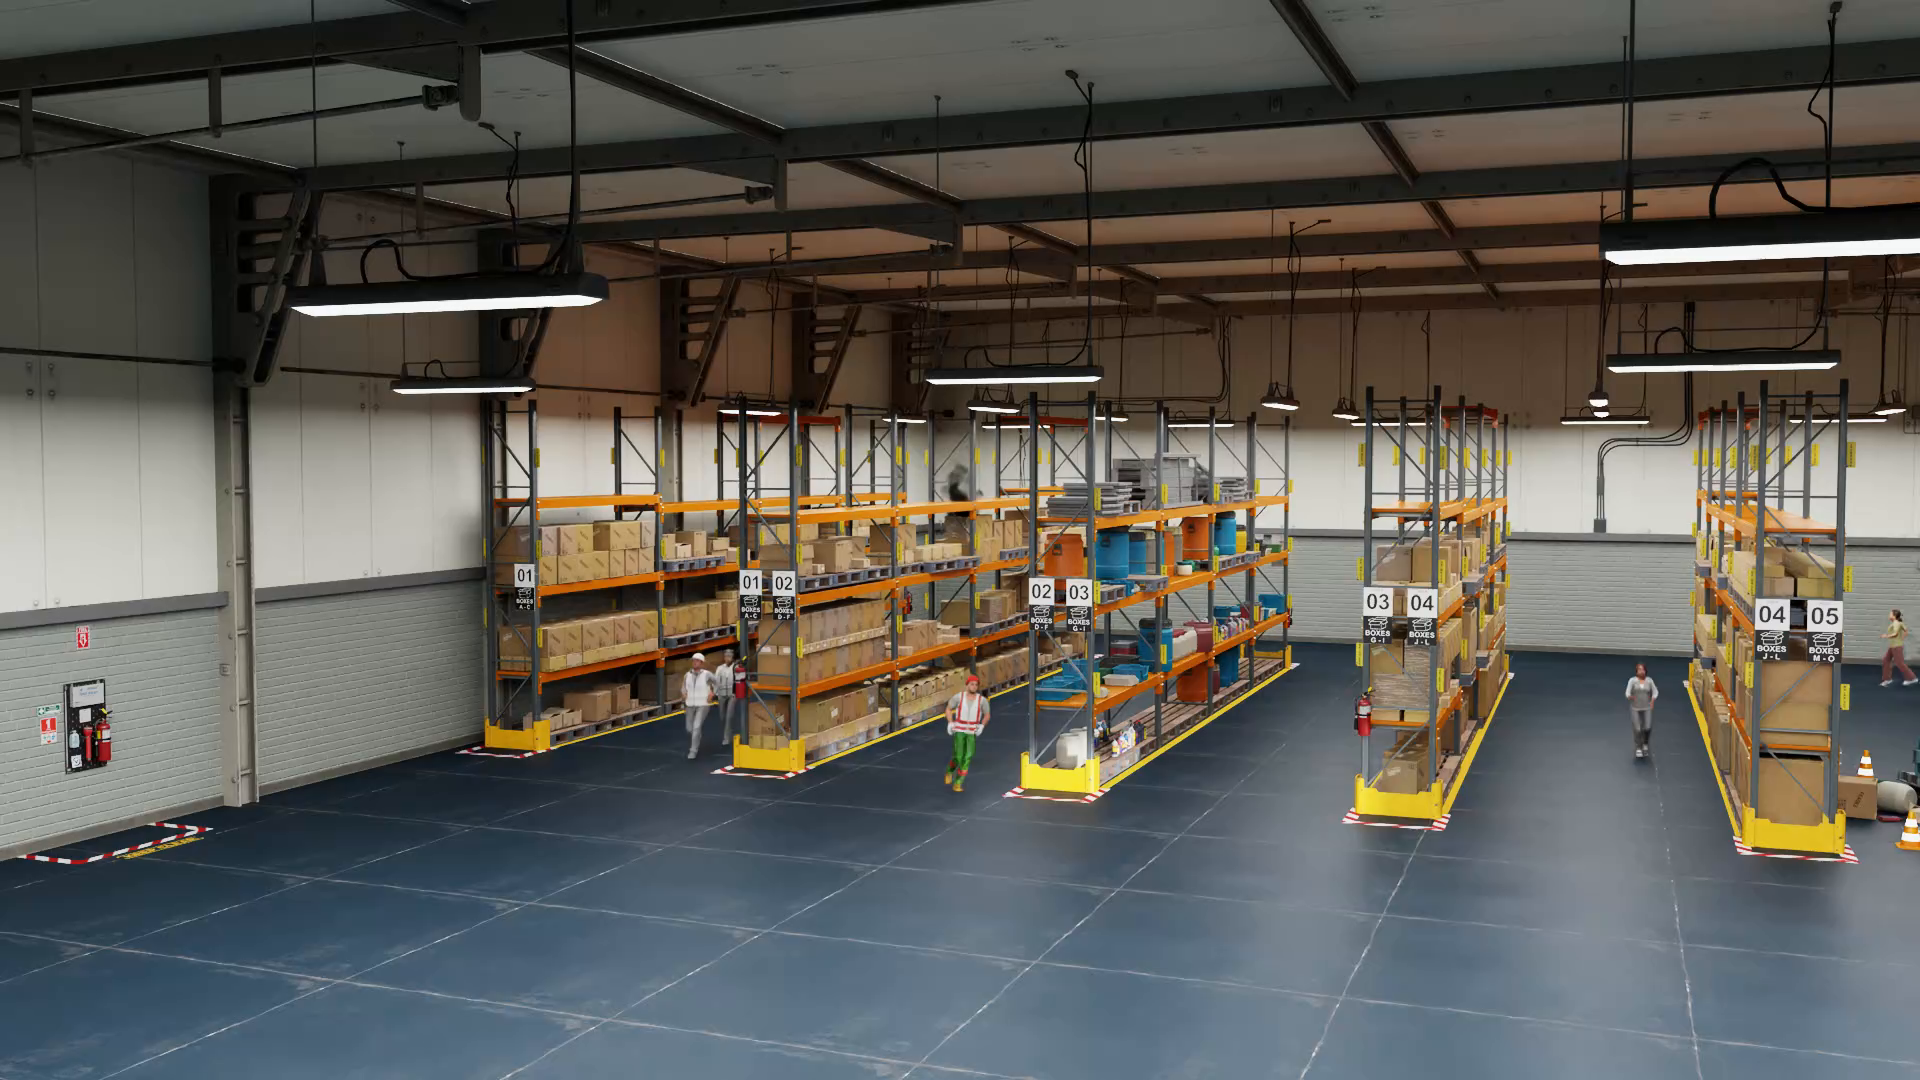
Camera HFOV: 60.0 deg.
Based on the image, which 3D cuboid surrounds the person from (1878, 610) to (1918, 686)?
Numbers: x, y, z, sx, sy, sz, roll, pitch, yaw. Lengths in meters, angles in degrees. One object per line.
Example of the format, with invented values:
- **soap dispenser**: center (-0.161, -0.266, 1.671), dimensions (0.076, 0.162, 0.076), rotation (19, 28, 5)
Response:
- **person**: center (20.451, 2.382, 36.219), dimensions (0.773, 1.720, 0.562), rotation (2, 3, 31)

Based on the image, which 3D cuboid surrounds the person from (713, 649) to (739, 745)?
- **person**: center (-4.044, 2.730, 29.149), dimensions (0.631, 1.654, 0.729), rotation (0, 3, 4)

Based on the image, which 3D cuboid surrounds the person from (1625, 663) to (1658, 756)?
- **person**: center (11.361, 2.841, 27.707), dimensions (0.522, 1.559, 0.555), rotation (1, 3, 19)

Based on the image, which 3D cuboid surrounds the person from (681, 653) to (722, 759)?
- **person**: center (-4.412, 2.771, 27.853), dimensions (0.676, 1.715, 0.824), rotation (1, 3, 14)

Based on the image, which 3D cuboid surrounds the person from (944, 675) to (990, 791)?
- **person**: center (0.118, 2.899, 25.049), dimensions (0.692, 1.732, 0.562), rotation (0, 3, -8)
